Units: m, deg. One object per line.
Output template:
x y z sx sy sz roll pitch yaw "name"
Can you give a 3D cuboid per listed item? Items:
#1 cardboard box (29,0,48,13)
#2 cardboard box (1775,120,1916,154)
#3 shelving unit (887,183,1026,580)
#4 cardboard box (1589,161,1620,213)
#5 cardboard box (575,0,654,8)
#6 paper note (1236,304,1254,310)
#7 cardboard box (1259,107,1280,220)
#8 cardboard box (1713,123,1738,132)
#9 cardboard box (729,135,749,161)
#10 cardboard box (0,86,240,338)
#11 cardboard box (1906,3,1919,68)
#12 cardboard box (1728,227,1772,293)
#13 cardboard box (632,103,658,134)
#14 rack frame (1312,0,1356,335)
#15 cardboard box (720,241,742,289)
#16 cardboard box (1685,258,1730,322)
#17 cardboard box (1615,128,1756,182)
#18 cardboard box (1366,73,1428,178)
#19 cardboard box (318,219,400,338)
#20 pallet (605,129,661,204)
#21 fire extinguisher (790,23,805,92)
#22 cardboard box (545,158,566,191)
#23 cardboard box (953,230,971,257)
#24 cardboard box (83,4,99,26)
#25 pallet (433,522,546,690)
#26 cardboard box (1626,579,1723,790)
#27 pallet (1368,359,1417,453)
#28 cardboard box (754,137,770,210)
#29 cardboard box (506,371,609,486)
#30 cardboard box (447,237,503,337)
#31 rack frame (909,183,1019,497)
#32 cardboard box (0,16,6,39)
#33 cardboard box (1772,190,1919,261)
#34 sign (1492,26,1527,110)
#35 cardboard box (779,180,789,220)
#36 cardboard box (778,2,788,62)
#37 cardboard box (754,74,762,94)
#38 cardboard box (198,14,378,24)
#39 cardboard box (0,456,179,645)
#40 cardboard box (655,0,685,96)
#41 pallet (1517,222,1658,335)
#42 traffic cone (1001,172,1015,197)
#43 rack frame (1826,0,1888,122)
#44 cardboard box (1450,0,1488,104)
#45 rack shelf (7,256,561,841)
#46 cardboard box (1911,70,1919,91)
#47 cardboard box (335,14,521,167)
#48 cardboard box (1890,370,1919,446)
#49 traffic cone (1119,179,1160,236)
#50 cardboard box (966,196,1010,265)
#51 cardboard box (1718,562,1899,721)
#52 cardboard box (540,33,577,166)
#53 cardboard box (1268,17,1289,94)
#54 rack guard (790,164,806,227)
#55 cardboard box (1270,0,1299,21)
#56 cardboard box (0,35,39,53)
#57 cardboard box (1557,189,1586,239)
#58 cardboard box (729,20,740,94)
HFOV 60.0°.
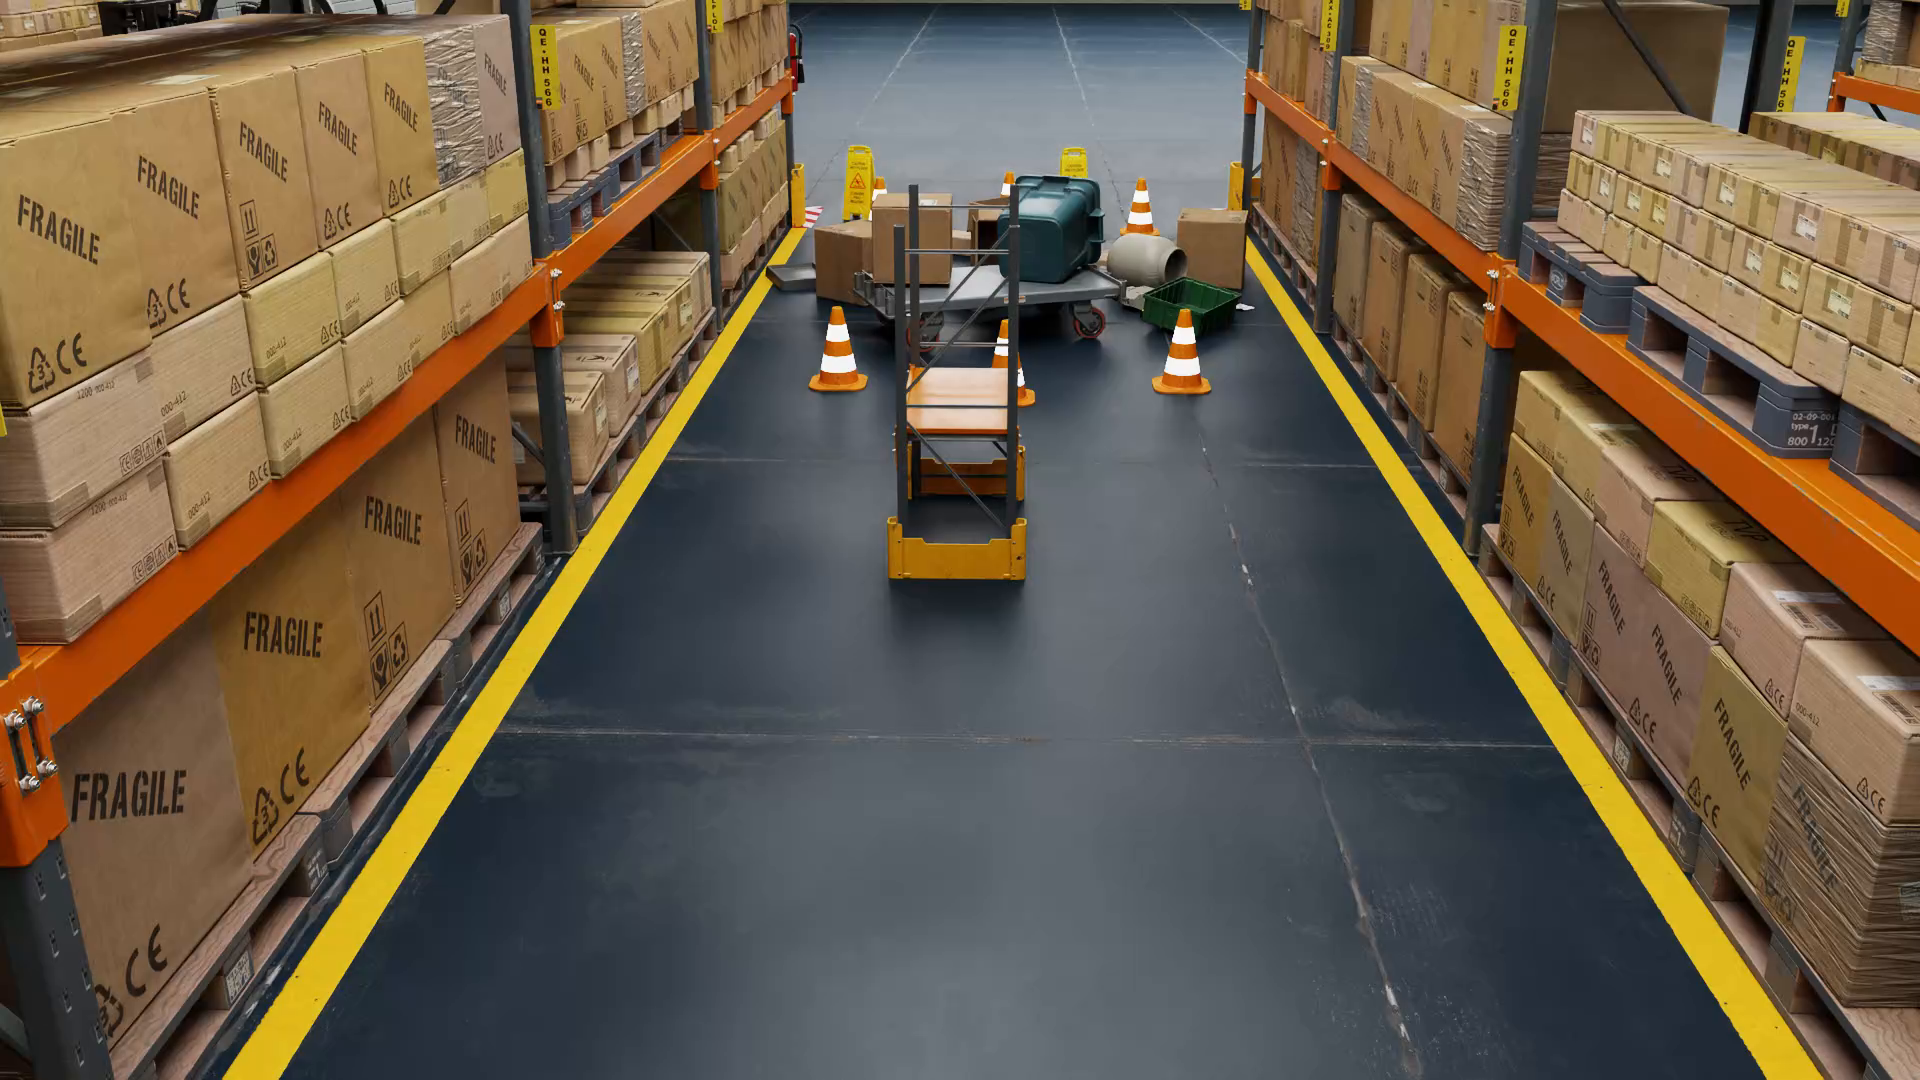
-6.735 -3.825 11.794 0.380 0.149 0.250 0 21 1 "cardboard box"
3.175 -1.417 5.978 0.380 0.149 0.250 0 21 1 "cardboard box"
0.002 -0.727 7.329 0.587 1.500 1.083 1 21 2 "shelving unit"
2.520 -1.280 6.038 0.380 0.149 0.250 2 21 4 "cardboard box"
-1.868 -2.963 8.993 0.380 0.149 0.250 0 21 -1 "cardboard box"
1.979 -1.649 11.736 0.147 0.020 0.142 -16 26 -35 "paper note"
3.031 -3.186 13.949 0.875 0.875 0.875 1 21 2 "cardboard box"
3.025 -1.540 7.212 0.500 0.500 0.500 1 21 2 "cardboard box"
-1.722 -2.805 11.897 0.380 0.149 0.250 1 21 4 "cardboard box"
-2.042 -0.758 3.816 0.500 0.500 0.500 1 21 1 "cardboard box"
8.000 -3.940 12.987 0.875 0.500 0.500 1 21 2 "cardboard box"
2.484 -0.815 4.839 0.380 0.149 0.250 1 21 4 "cardboard box"
-1.872 -2.319 9.125 0.380 0.149 0.250 1 21 2 "cardboard box"
2.863 -2.780 10.547 1.000 3.000 0.127 1 21 2 "rack frame"
-1.799 -1.922 11.557 0.500 0.250 0.500 0 21 -1 "cardboard box"
2.488 -0.773 5.142 0.380 0.149 0.250 1 21 2 "cardboard box"
2.517 -1.339 5.777 0.380 0.149 0.250 1 21 1 "cardboard box"
2.546 -2.276 9.110 0.500 0.500 0.500 1 21 1 "cardboard box"
-1.992 -0.778 4.904 0.500 0.250 0.500 0 21 0 "cardboard box"
-2.190 -1.978 8.746 1.003 0.211 1.213 1 21 2 "pallet"
-1.502 -4.244 14.428 0.296 0.674 0.183 1 21 2 "fire extinguisher"
-1.971 -1.648 7.395 0.380 0.149 0.250 -1 21 -2 "cardboard box"
0.014 -2.419 13.558 0.380 0.149 0.250 13 25 29 "cardboard box"
-6.770 -3.965 12.565 0.380 0.149 0.250 0 21 1 "cardboard box"
-2.308 0.233 6.638 1.003 0.211 1.213 1 21 2 "pallet"
2.427 0.441 5.121 0.500 0.500 0.500 0 21 0 "cardboard box"
2.881 -0.758 9.190 1.003 0.211 1.213 1 21 2 "pallet"
-1.764 -2.844 12.896 0.500 0.500 0.500 0 21 0 "cardboard box"
-2.182 -0.527 7.791 0.950 0.372 0.625 -1 21 -2 "cardboard box"
-1.965 -0.911 5.938 0.500 0.250 0.500 1 21 3 "cardboard box"
0.018 -0.914 7.811 0.500 1.500 0.032 1 21 2 "rack frame"
-6.790 -3.501 11.369 0.380 0.149 0.250 1 21 2 "cardboard box"
2.478 -0.862 4.548 0.380 0.149 0.250 0 21 -1 "cardboard box"
2.187 -1.878 6.623 0.100 0.325 0.005 1 21 2 "sign"
-1.722 -2.854 13.959 0.500 0.250 0.500 1 21 1 "cardboard box"
-1.707 -4.230 13.735 0.500 0.500 0.500 0 21 1 "cardboard box"
-1.732 -3.526 12.818 0.380 0.149 0.250 0 21 1 "cardboard box"
-2.468 -1.689 6.214 0.500 0.500 0.500 0 21 0 "cardboard box"
-2.053 0.008 3.568 0.500 0.250 0.500 0 21 0 "cardboard box"
-1.886 -2.830 9.546 0.500 0.500 0.500 1 21 2 "cardboard box"
2.827 -0.985 6.187 1.213 0.211 1.003 1 21 2 "pallet"
0.431 -3.003 14.627 0.336 0.463 0.334 1 21 2 "traffic cone"
7.940 -4.135 14.039 1.000 3.000 0.127 1 21 2 "rack frame"
2.793 -2.377 7.988 0.700 0.500 0.500 0 21 1 "cardboard box"
-2.270 -0.293 5.132 1.077 0.370 4.000 1 21 2 "rack shelf"
7.642 -3.556 12.895 0.380 0.149 0.250 1 21 2 "cardboard box"
-1.963 -1.675 6.178 0.500 0.500 0.500 0 21 0 "cardboard box"
2.451 -0.296 3.912 0.380 0.149 0.250 1 21 1 "cardboard box"
1.550 -2.867 14.279 0.336 0.463 0.334 1 21 2 "traffic cone"
0.511 -2.417 13.064 0.797 0.503 0.637 -16 26 -35 "cardboard box"
2.419 0.275 4.512 0.500 0.250 0.500 2 21 4 "cardboard box"
-1.964 -1.893 7.131 0.500 0.500 0.500 0 21 0 "cardboard box"
2.882 -3.761 12.869 0.875 0.550 0.550 1 21 2 "cardboard box"
-1.968 -3.051 14.702 1.175 0.500 0.348 1 21 2 "rack guard"
2.858 -4.265 12.674 0.875 0.550 0.550 1 21 2 "cardboard box"
-6.775 -3.244 11.604 0.500 0.500 0.500 1 21 3 "cardboard box"
2.526 -1.253 6.378 0.380 0.149 0.250 0 21 1 "cardboard box"
-1.803 -3.321 11.392 0.500 0.500 0.500 1 21 1 "cardboard box"
